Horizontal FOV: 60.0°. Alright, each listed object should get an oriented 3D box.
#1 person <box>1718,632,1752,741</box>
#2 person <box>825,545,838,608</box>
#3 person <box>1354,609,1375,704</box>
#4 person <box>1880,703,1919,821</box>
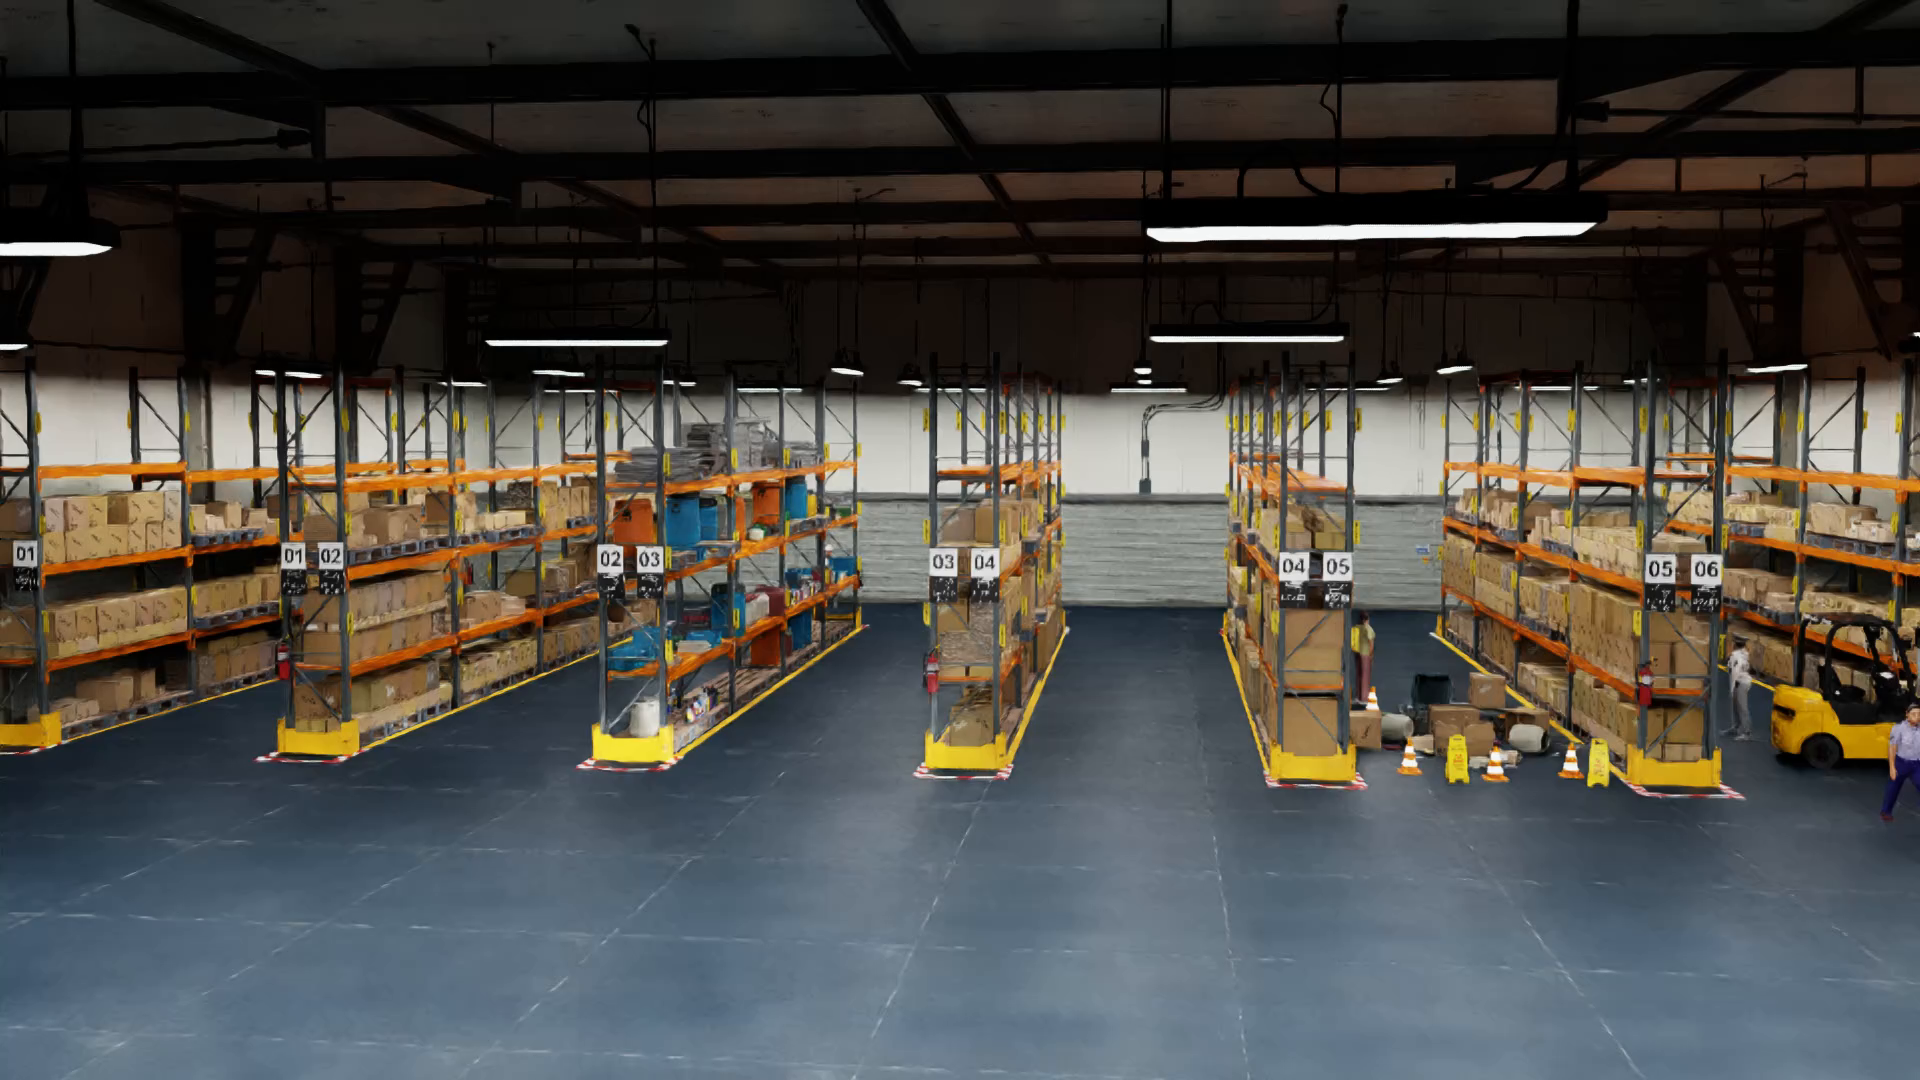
[{"bbox_3d":[12.266,2.305,26.254,0.544,1.655,0.572,3,5,38],"label":"person"},{"bbox_3d":[-3.516,0.977,44.848,0.677,1.725,0.574,0,4,5],"label":"person"},{"bbox_3d":[7.221,2.061,29.553,0.434,1.673,0.494,-2,4,-24],"label":"person"},{"bbox_3d":[11.631,2.764,20.388,0.479,1.567,1.090,1,4,9],"label":"person"}]
